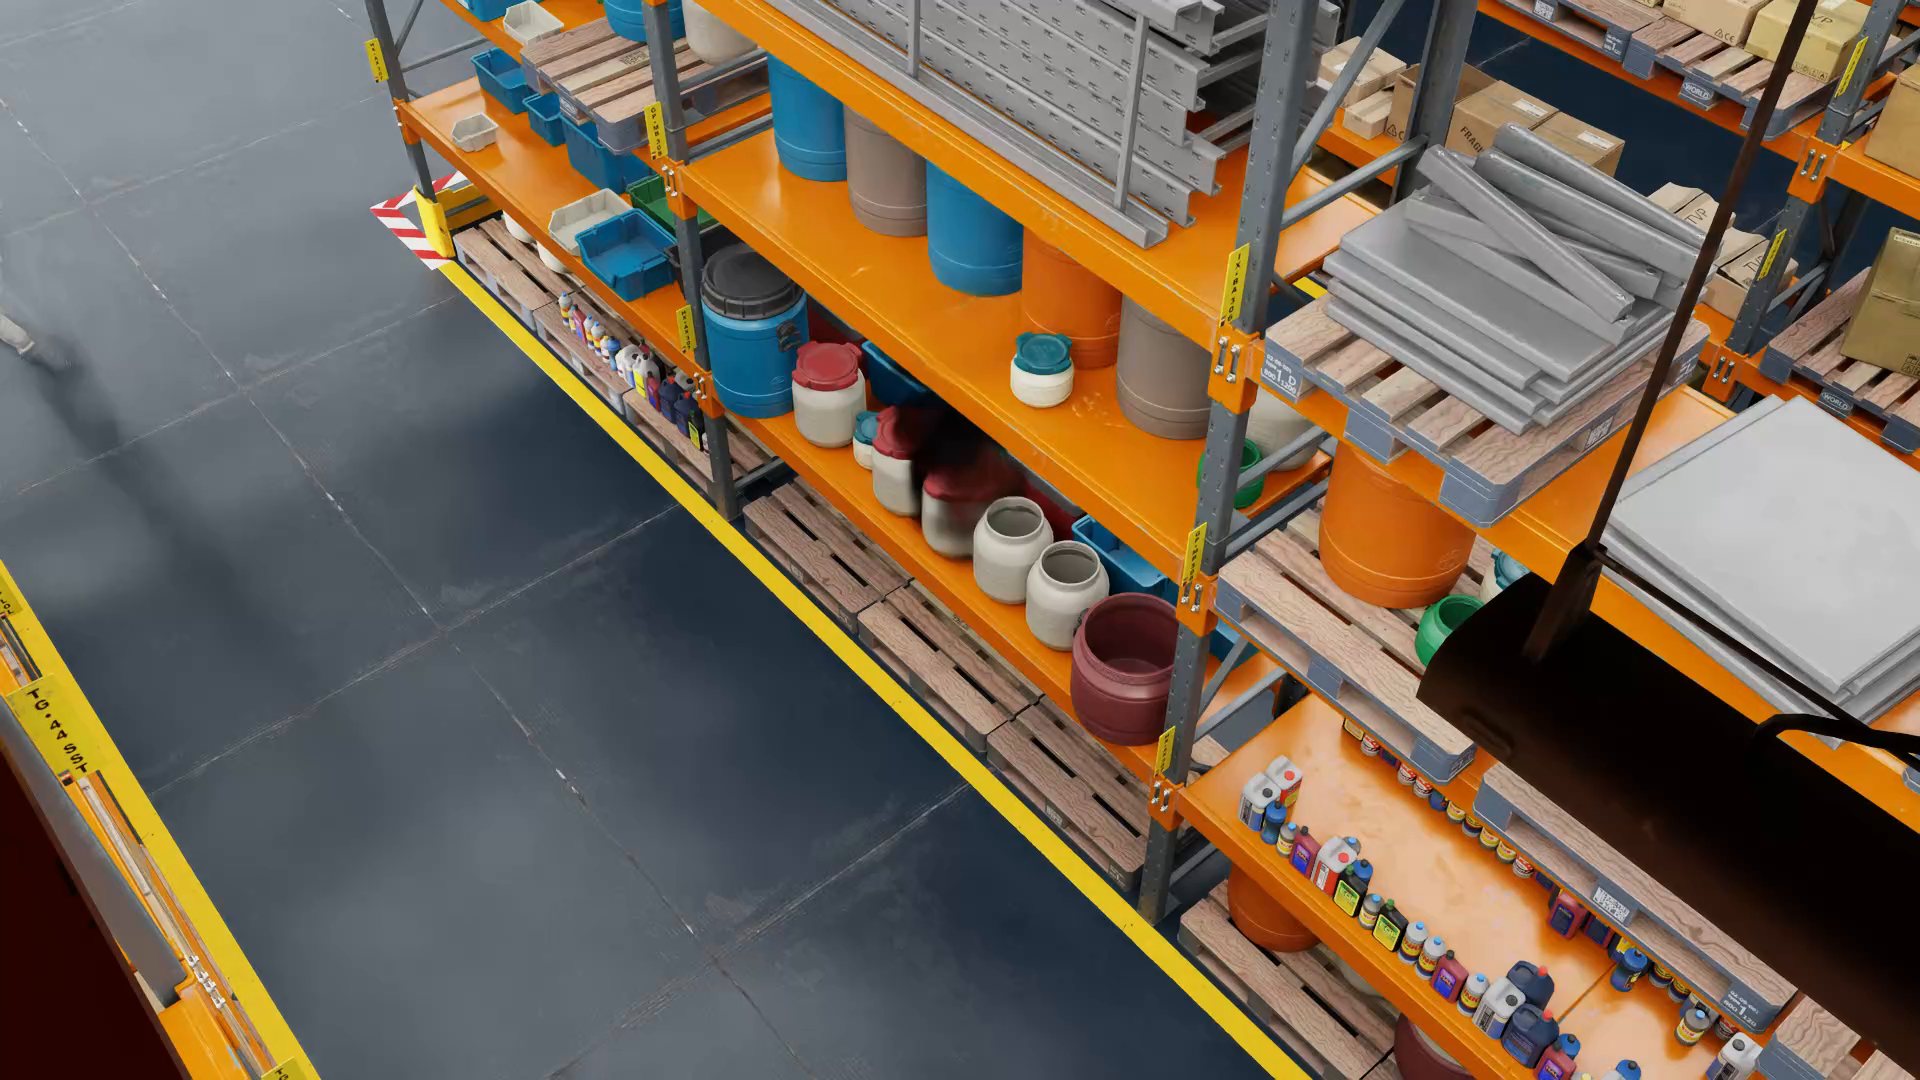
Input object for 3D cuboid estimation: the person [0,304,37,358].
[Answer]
[{"bbox_3d":[-7.100,-1.915,11.623,0.897,1.770,0.697,23,51,20],"label":"person"}]
